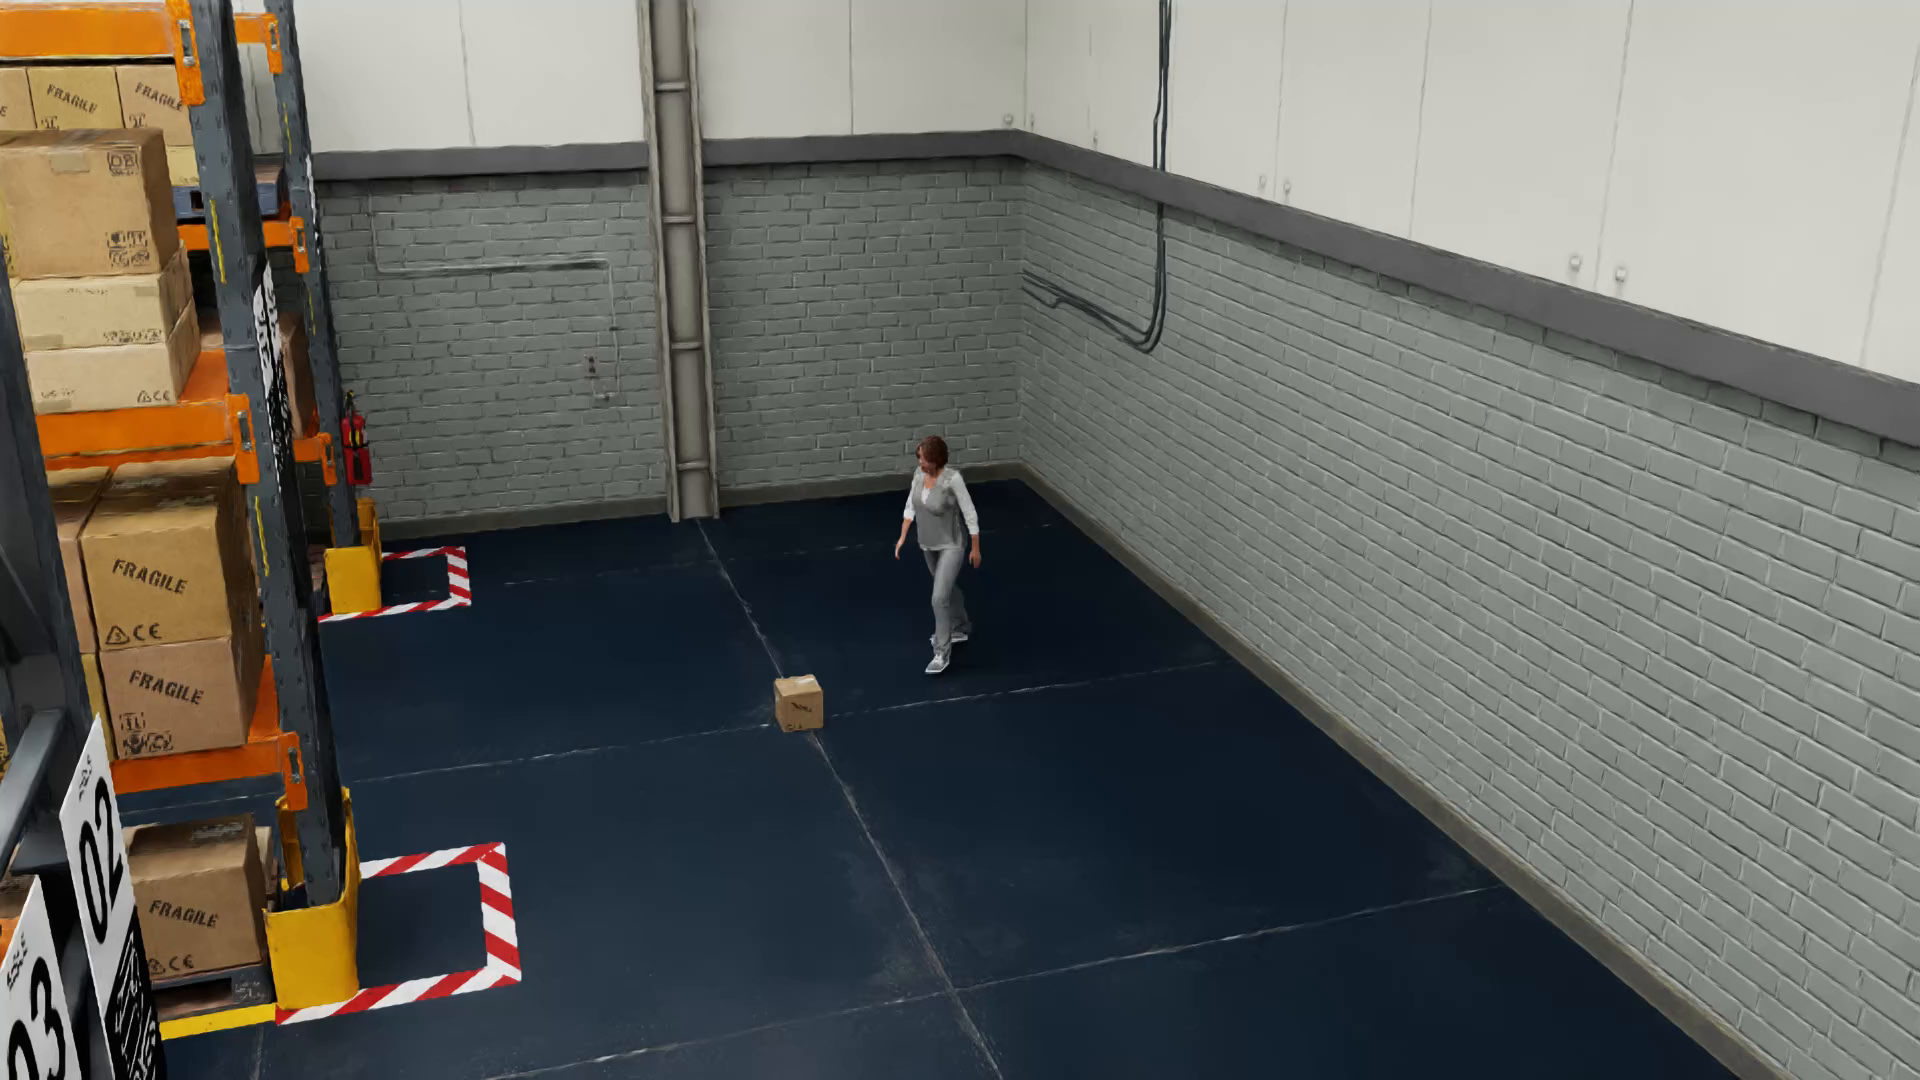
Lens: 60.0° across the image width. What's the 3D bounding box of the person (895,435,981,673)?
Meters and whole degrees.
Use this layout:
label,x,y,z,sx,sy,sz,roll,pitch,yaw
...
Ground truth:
label,x,y,z,sx,sy,sz,roll,pitch,yaw
person,-0.121,0.044,10.975,0.657,1.556,0.522,-18,27,-42
